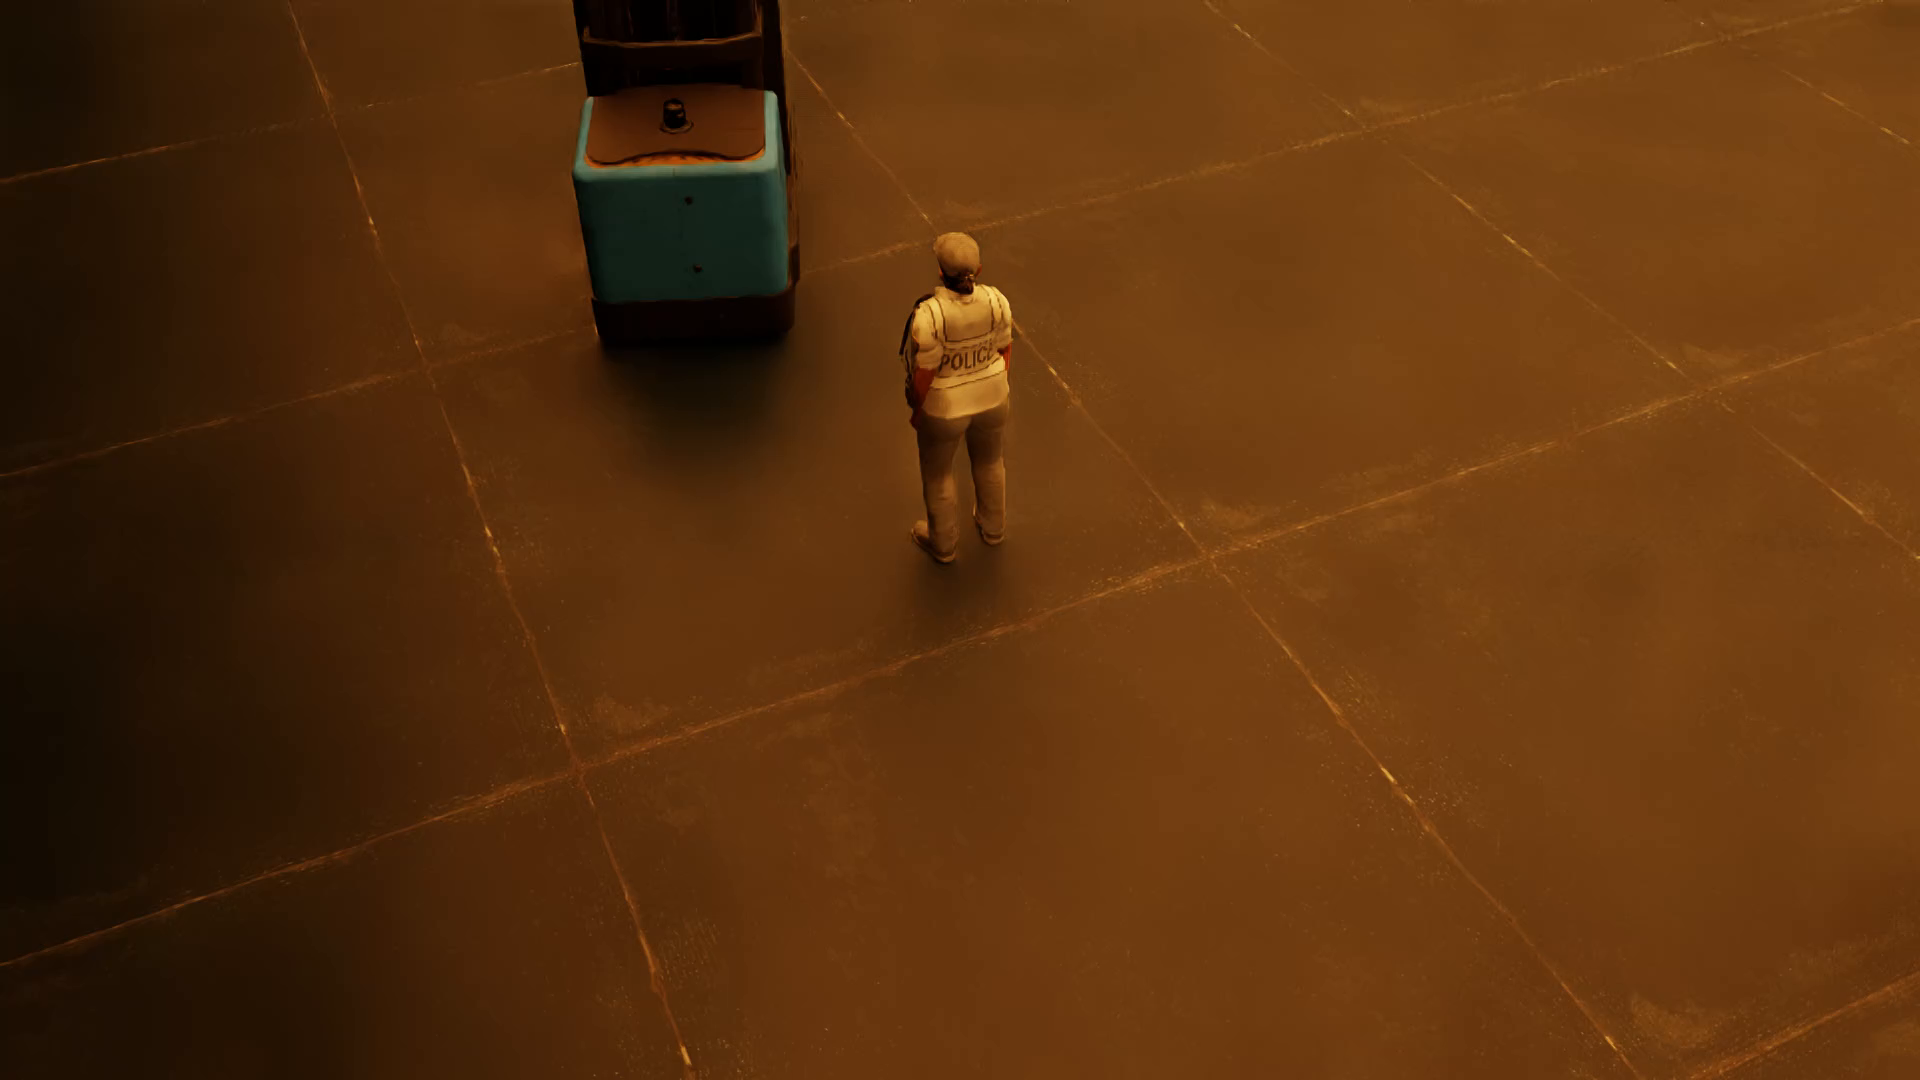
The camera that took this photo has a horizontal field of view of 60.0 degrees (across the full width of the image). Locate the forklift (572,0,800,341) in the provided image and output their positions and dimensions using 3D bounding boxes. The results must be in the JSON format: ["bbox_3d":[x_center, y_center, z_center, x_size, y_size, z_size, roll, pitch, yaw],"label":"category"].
[{"bbox_3d":[-1.543,-3.135,9.039,1.130,2.935,3.031,-3,43,-4],"label":"forklift"}]

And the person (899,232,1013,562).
[{"bbox_3d":[-0.002,-0.620,7.276,0.482,1.669,0.388,-18,46,-18],"label":"person"}]
